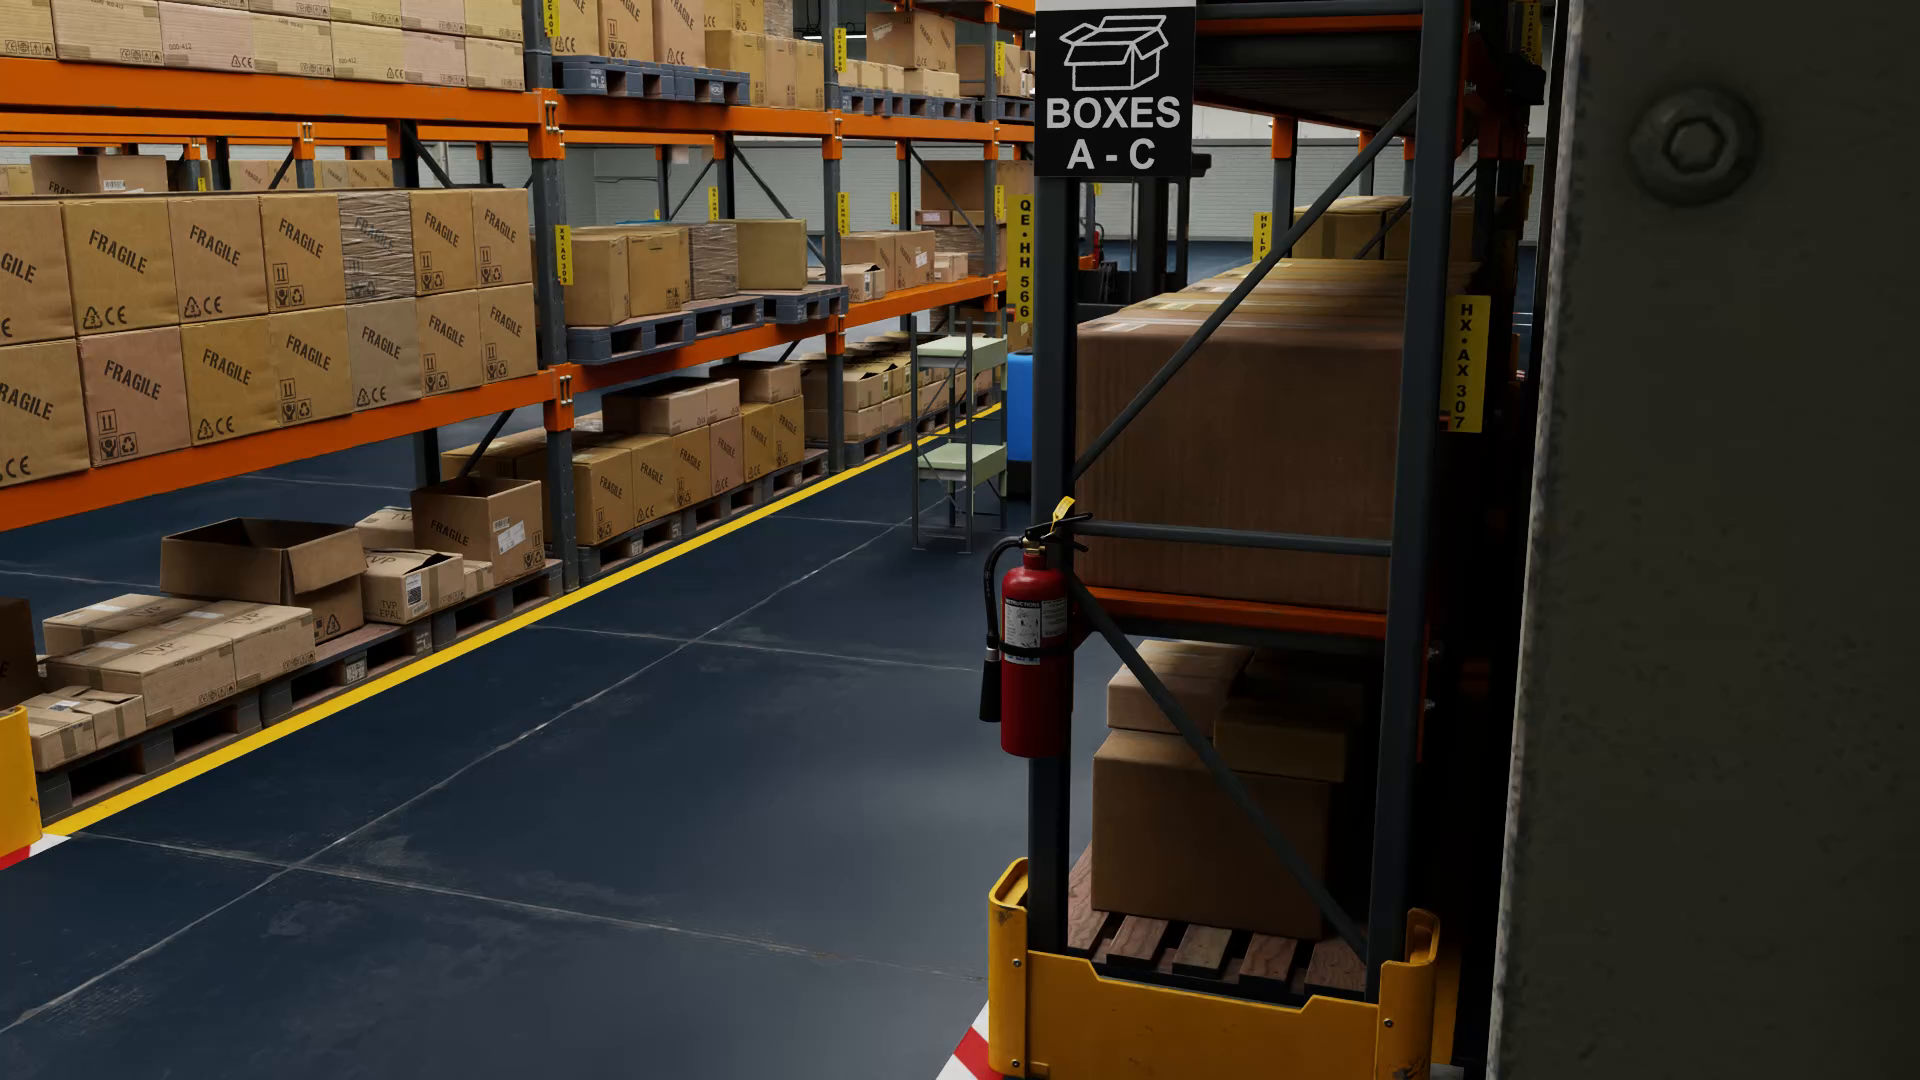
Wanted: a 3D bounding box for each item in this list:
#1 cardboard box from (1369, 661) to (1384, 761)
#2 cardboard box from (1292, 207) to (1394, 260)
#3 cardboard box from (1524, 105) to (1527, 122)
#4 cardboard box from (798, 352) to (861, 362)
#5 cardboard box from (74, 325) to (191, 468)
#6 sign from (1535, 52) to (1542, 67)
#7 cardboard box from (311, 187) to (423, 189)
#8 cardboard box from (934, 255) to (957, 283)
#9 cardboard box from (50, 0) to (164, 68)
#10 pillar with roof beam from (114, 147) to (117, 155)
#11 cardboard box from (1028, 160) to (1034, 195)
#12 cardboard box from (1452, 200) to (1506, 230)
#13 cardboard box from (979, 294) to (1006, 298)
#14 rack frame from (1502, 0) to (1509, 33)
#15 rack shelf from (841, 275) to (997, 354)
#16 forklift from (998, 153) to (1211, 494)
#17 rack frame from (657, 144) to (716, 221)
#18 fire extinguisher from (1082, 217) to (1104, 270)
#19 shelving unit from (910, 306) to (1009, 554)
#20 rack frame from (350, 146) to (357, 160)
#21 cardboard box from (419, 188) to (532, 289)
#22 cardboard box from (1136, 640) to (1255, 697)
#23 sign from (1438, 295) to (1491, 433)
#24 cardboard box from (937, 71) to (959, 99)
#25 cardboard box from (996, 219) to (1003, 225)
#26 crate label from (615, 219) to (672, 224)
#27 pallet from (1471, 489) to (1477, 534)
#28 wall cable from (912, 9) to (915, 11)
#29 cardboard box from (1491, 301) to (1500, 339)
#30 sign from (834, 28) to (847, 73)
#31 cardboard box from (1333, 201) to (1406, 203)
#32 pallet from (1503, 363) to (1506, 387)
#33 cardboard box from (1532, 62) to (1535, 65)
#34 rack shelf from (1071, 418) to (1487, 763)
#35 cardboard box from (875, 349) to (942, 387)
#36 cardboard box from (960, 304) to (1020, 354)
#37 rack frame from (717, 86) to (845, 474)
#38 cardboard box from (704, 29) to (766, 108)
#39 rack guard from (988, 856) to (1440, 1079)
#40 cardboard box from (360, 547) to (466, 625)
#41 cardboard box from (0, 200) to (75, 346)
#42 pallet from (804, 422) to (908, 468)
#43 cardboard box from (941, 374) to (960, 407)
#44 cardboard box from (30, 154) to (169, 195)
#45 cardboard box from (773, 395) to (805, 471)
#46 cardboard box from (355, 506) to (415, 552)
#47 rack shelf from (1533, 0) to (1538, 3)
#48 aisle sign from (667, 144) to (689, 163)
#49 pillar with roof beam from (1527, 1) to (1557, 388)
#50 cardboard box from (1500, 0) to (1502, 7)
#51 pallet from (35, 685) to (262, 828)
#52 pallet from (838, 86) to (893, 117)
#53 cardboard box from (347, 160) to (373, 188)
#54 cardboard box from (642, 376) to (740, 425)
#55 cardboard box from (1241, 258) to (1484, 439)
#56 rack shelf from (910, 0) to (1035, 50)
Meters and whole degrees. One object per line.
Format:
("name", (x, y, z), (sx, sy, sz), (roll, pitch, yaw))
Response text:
("cardboard box", (1.299, 0.536, 6.573), (0.700, 0.500, 0.500), (5, 14, 20))
("cardboard box", (1.880, -1.527, 8.316), (0.500, 0.250, 0.500), (5, 14, 20))
("cardboard box", (5.132, -4.242, 15.822), (0.500, 0.500, 0.500), (5, 14, 20))
("cardboard box", (-1.158, -1.521, 14.887), (0.500, 0.311, 0.500), (4, 14, 18))
("cardboard box", (-3.456, -0.587, 6.596), (0.500, 0.500, 0.500), (4, 14, 18))
("sign", (6.373, -5.218, 18.378), (0.100, 0.325, 0.005), (4, 14, 18))
("cardboard box", (-3.136, -1.655, 9.025), (0.500, 0.500, 0.500), (5, 14, 20))
("cardboard box", (-0.239, -2.618, 16.019), (0.396, 0.266, 0.258), (4, 13, 17))
("cardboard box", (-3.430, -1.939, 6.337), (0.500, 0.250, 0.500), (4, 14, 18))
("pillar with roof beam", (-15.403, -10.568, 37.066), (9.100, 9.000, 0.548), (4, 14, 18))
("cardboard box", (0.496, -3.974, 18.518), (0.700, 0.500, 0.500), (4, 14, 18))
("cardboard box", (3.024, -1.922, 10.045), (0.500, 0.250, 0.500), (4, 13, 17))
("cardboard box", (0.294, -2.541, 18.932), (0.500, 0.500, 0.500), (4, 14, 18))
("rack frame", (1.971, -3.766, 7.267), (1.000, 3.000, 0.127), (4, 14, 18))
("rack shelf", (-0.776, -2.110, 15.108), (1.077, 0.370, 4.000), (4, 14, 18))
("forklift", (1.309, -1.983, 13.088), (1.130, 2.935, 3.031), (5, 14, 22))
("rack frame", (-3.520, -4.081, 22.129), (1.000, 3.000, 0.127), (4, 14, 18))
("fire extinguisher", (1.643, -3.678, 20.534), (0.296, 0.674, 0.183), (4, 14, 18))
("shelving unit", (0.002, -0.733, 10.827), (0.431, 1.500, 0.755), (4, 14, 18))
("rack frame", (-8.207, -4.438, 23.691), (1.000, 3.000, 0.127), (4, 14, 18))
("cardboard box", (-2.636, -1.609, 8.823), (0.500, 0.500, 0.500), (4, 14, 19))
("cardboard box", (0.760, 0.450, 5.493), (0.380, 0.149, 0.250), (5, 14, 20))
("sign", (1.200, -0.419, 3.959), (0.100, 0.325, 0.005), (4, 14, 18))
("cardboard box", (-0.337, -4.347, 15.944), (0.500, 0.250, 0.500), (6, 14, 24))
("cardboard box", (0.223, -3.342, 17.208), (0.380, 0.149, 0.250), (5, 14, 19))
("crate label", (-3.860, -3.692, 20.342), (0.502, 0.435, 0.616), (4, 14, 18))
("pallet", (2.939, -0.164, 11.231), (1.003, 0.211, 1.213), (4, 14, 18))
("wall cable", (-2.471, -16.164, 53.942), (2.305, 6.003, 0.169), (4, 14, 18))
("cardboard box", (2.862, -1.448, 9.651), (0.500, 0.500, 0.500), (5, 14, 20))
("sign", (-0.910, -3.715, 12.619), (0.100, 0.325, 0.005), (4, 14, 18))
("cardboard box", (2.384, -1.849, 9.725), (0.500, 0.250, 0.500), (4, 13, 17))
("pallet", (5.533, -1.824, 18.506), (1.003, 0.211, 1.213), (4, 14, 18))
("cardboard box", (5.796, -5.151, 17.559), (0.500, 0.500, 0.500), (5, 14, 22))
("rack shelf", (1.324, -0.070, 6.169), (1.077, 0.370, 4.000), (4, 14, 18))
("cardboard box", (-0.481, -1.593, 15.202), (0.500, 0.311, 0.500), (4, 14, 18))
("cardboard box", (0.318, -2.187, 17.378), (0.500, 0.500, 0.500), (4, 14, 18))
("rack frame", (-1.423, -2.040, 13.183), (1.000, 3.000, 0.127), (4, 14, 18))
("cardboard box", (-1.865, -3.240, 11.475), (0.910, 0.500, 0.500), (4, 14, 18))
("rack guard", (0.669, 1.224, 4.500), (1.175, 0.500, 0.348), (4, 14, 18))
("cardboard box", (-2.876, 0.197, 8.437), (0.500, 0.311, 0.500), (4, 14, 18))
("cardboard box", (-3.618, -0.966, 6.007), (0.500, 0.500, 0.500), (5, 14, 20))
("pallet", (-1.120, -0.851, 14.241), (1.003, 0.211, 1.213), (4, 14, 18))
("cardboard box", (-0.319, -1.424, 15.720), (0.500, 0.250, 0.500), (5, 14, 20))
("cardboard box", (-9.890, -3.936, 19.199), (1.000, 1.000, 1.000), (4, 14, 19))
("cardboard box", (-1.503, -0.822, 12.476), (0.500, 0.500, 0.500), (5, 14, 21))
("cardboard box", (-3.058, -0.028, 9.425), (0.500, 0.311, 0.500), (4, 14, 18))
("rack shelf", (5.207, -5.520, 16.572), (1.077, 0.370, 4.000), (4, 14, 18))
("aisle sign", (-3.774, -5.385, 21.999), (0.394, 0.787, 0.004), (4, 14, 18))
("pillar with roof beam", (2.373, -6.393, 18.776), (9.100, 9.000, 0.400), (4, 14, 18))
("cardboard box", (1.972, -2.323, 6.854), (0.500, 0.250, 0.500), (4, 14, 19))
("pallet", (-3.730, 0.820, 6.920), (1.003, 0.211, 1.213), (4, 14, 18))
("pallet", (-1.288, -3.559, 13.525), (1.213, 0.211, 1.003), (5, 14, 21))
("cardboard box", (-8.307, -4.880, 22.488), (0.500, 0.500, 0.500), (4, 14, 18))
("cardboard box", (-1.845, -0.959, 11.394), (0.500, 0.250, 0.500), (4, 13, 17))
("cardboard box", (1.780, -0.875, 7.406), (0.980, 0.700, 0.700), (5, 14, 19))
("rack shelf", (0.518, -5.682, 18.175), (1.077, 0.370, 4.000), (4, 14, 18))
